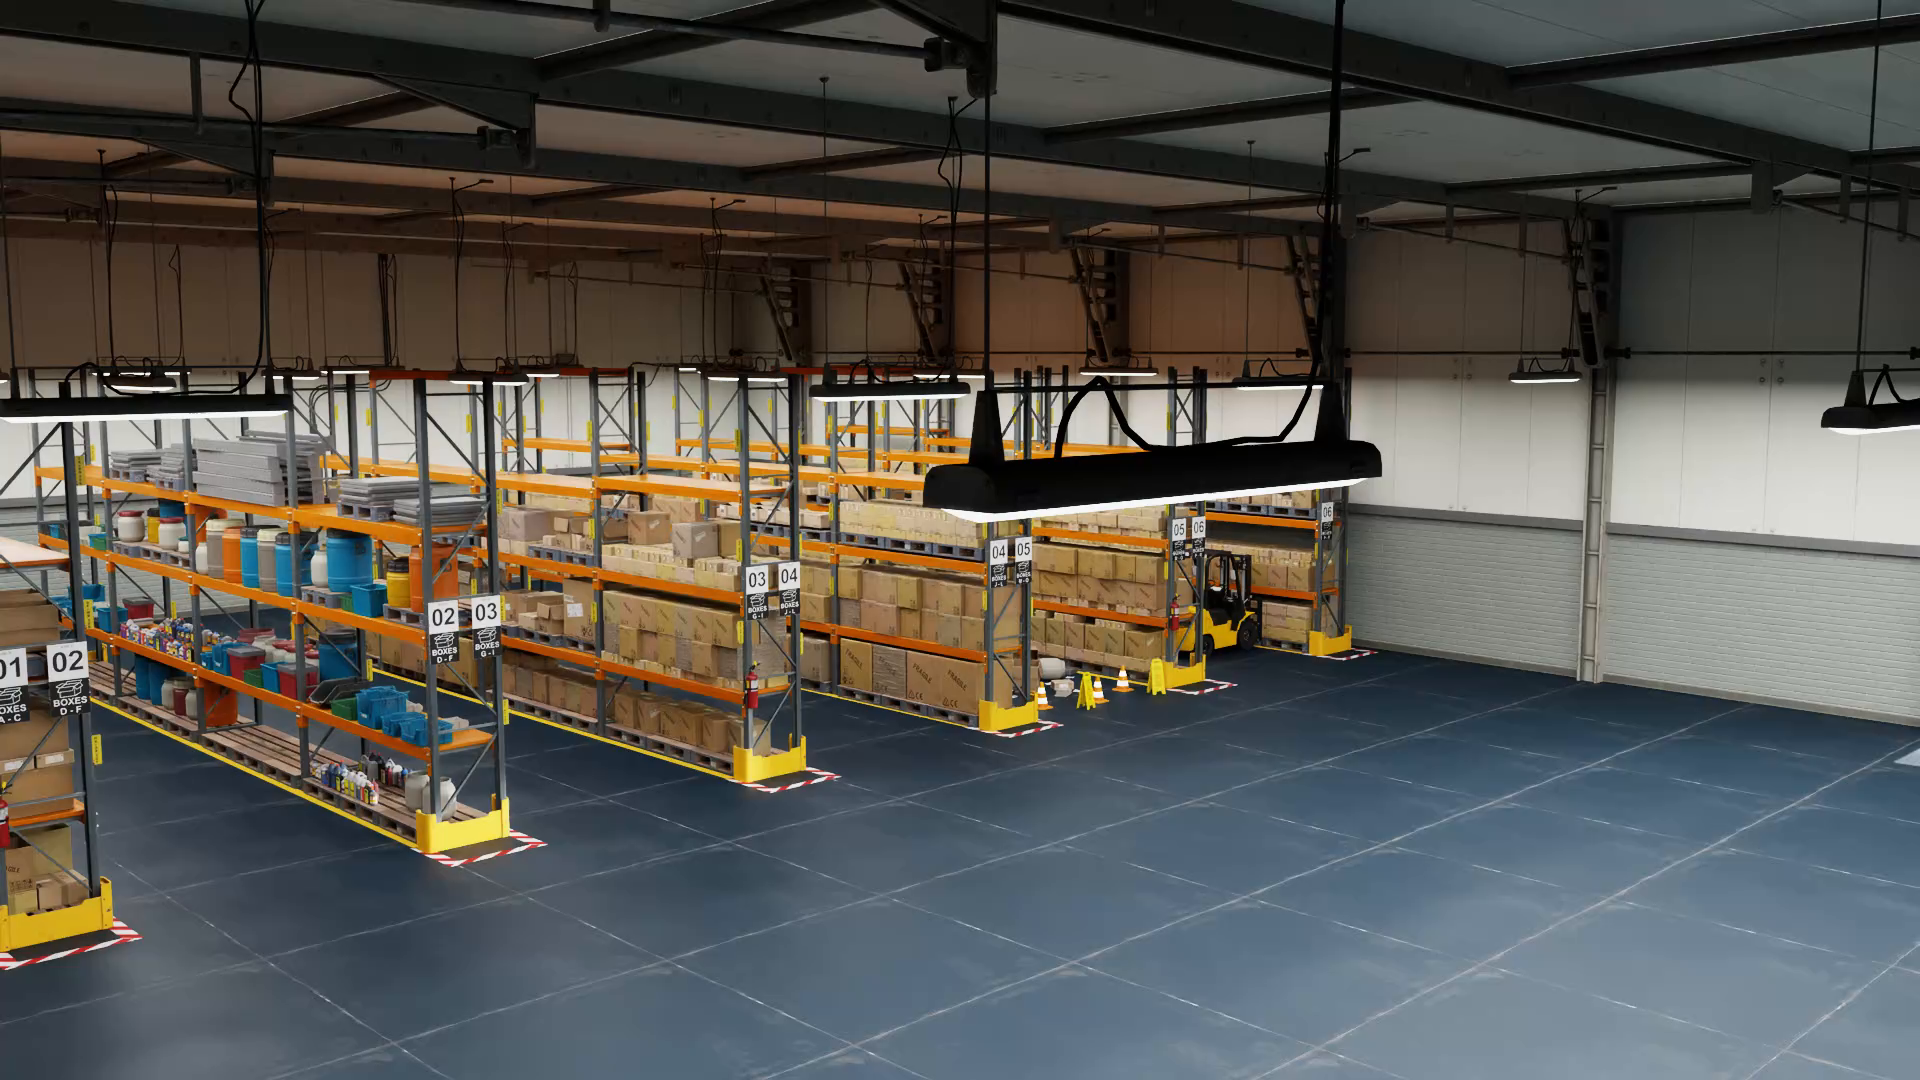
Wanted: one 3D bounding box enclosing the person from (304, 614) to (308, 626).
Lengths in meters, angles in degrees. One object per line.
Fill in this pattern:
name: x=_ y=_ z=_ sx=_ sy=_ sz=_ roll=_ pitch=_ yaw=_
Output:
person: x=-14.717 y=1.283 z=38.091 sx=1.221 sy=1.539 sz=0.668 roll=5 pitch=8 yaw=36
